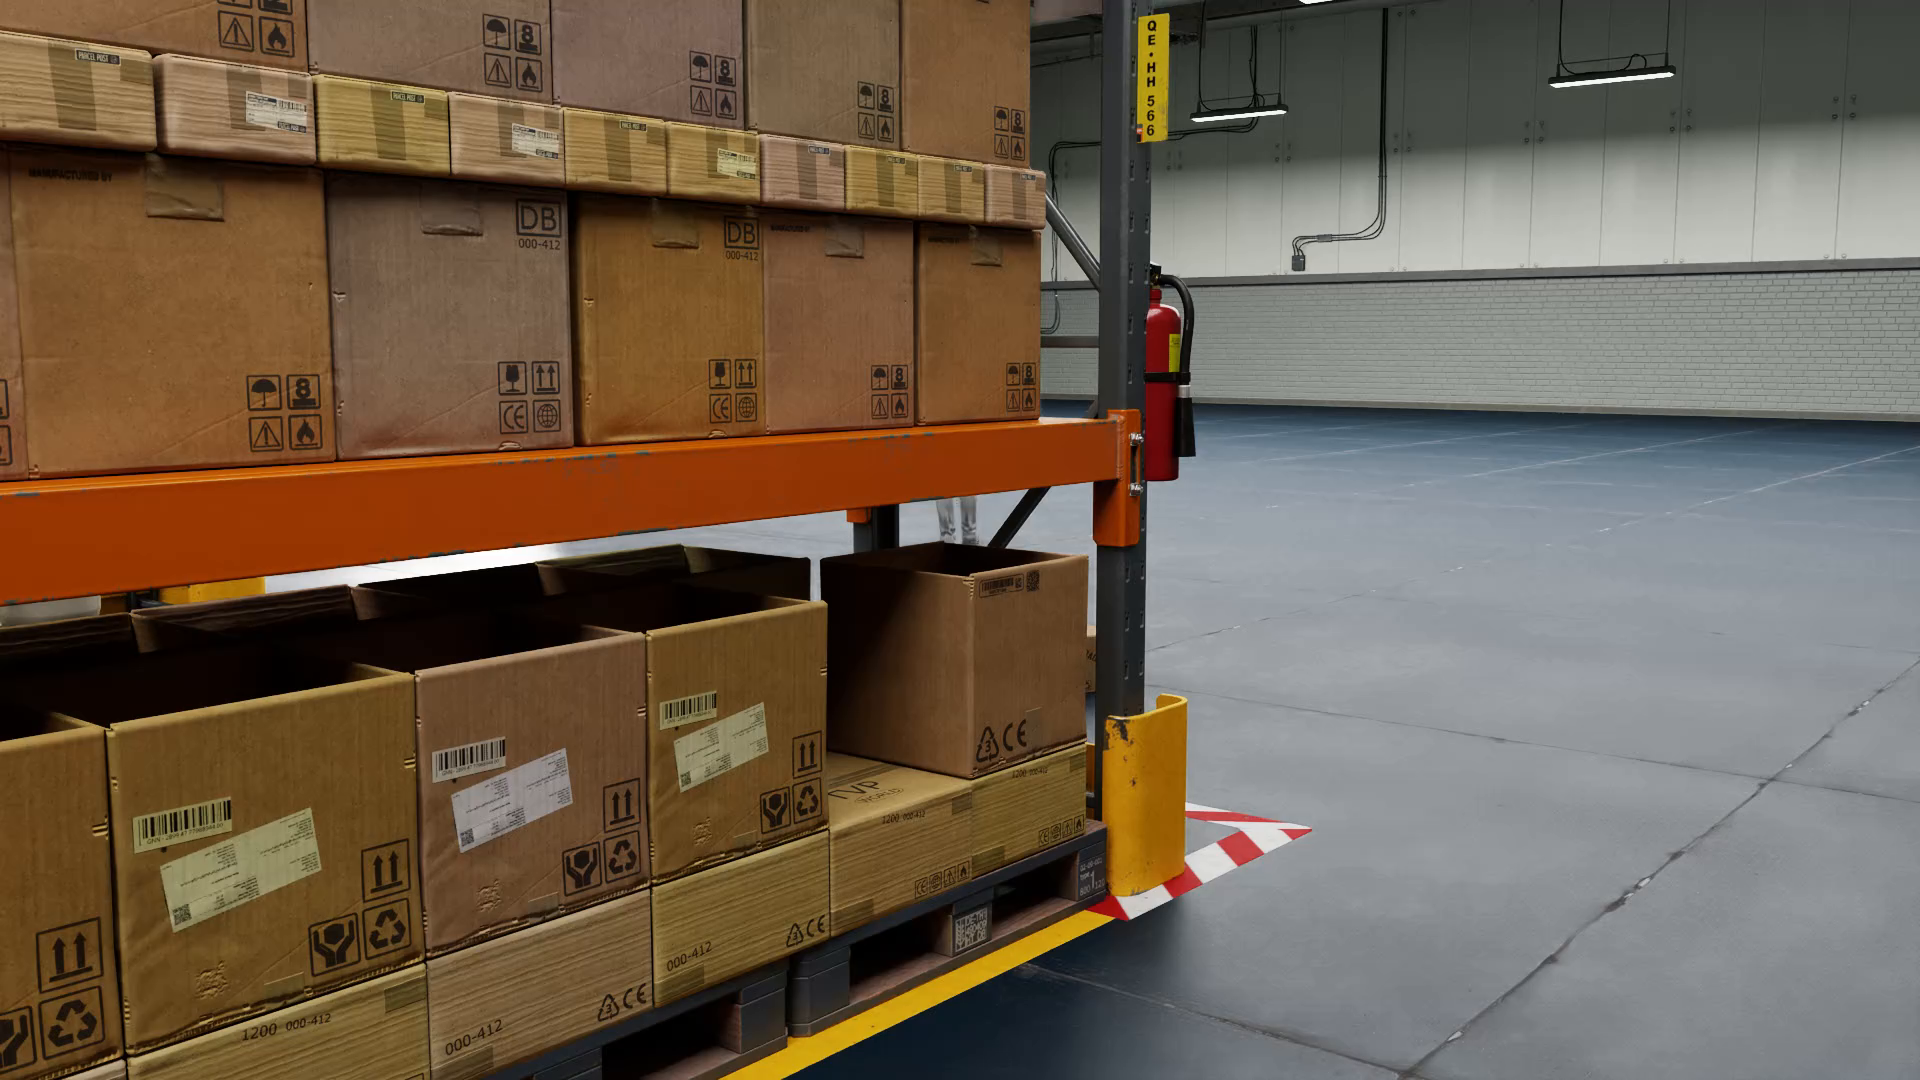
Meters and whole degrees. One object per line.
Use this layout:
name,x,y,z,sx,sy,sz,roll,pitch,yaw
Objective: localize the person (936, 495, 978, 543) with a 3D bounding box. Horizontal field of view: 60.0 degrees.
person,-0.068,-0.788,12.121,0.490,1.675,0.748,-1,7,-5
